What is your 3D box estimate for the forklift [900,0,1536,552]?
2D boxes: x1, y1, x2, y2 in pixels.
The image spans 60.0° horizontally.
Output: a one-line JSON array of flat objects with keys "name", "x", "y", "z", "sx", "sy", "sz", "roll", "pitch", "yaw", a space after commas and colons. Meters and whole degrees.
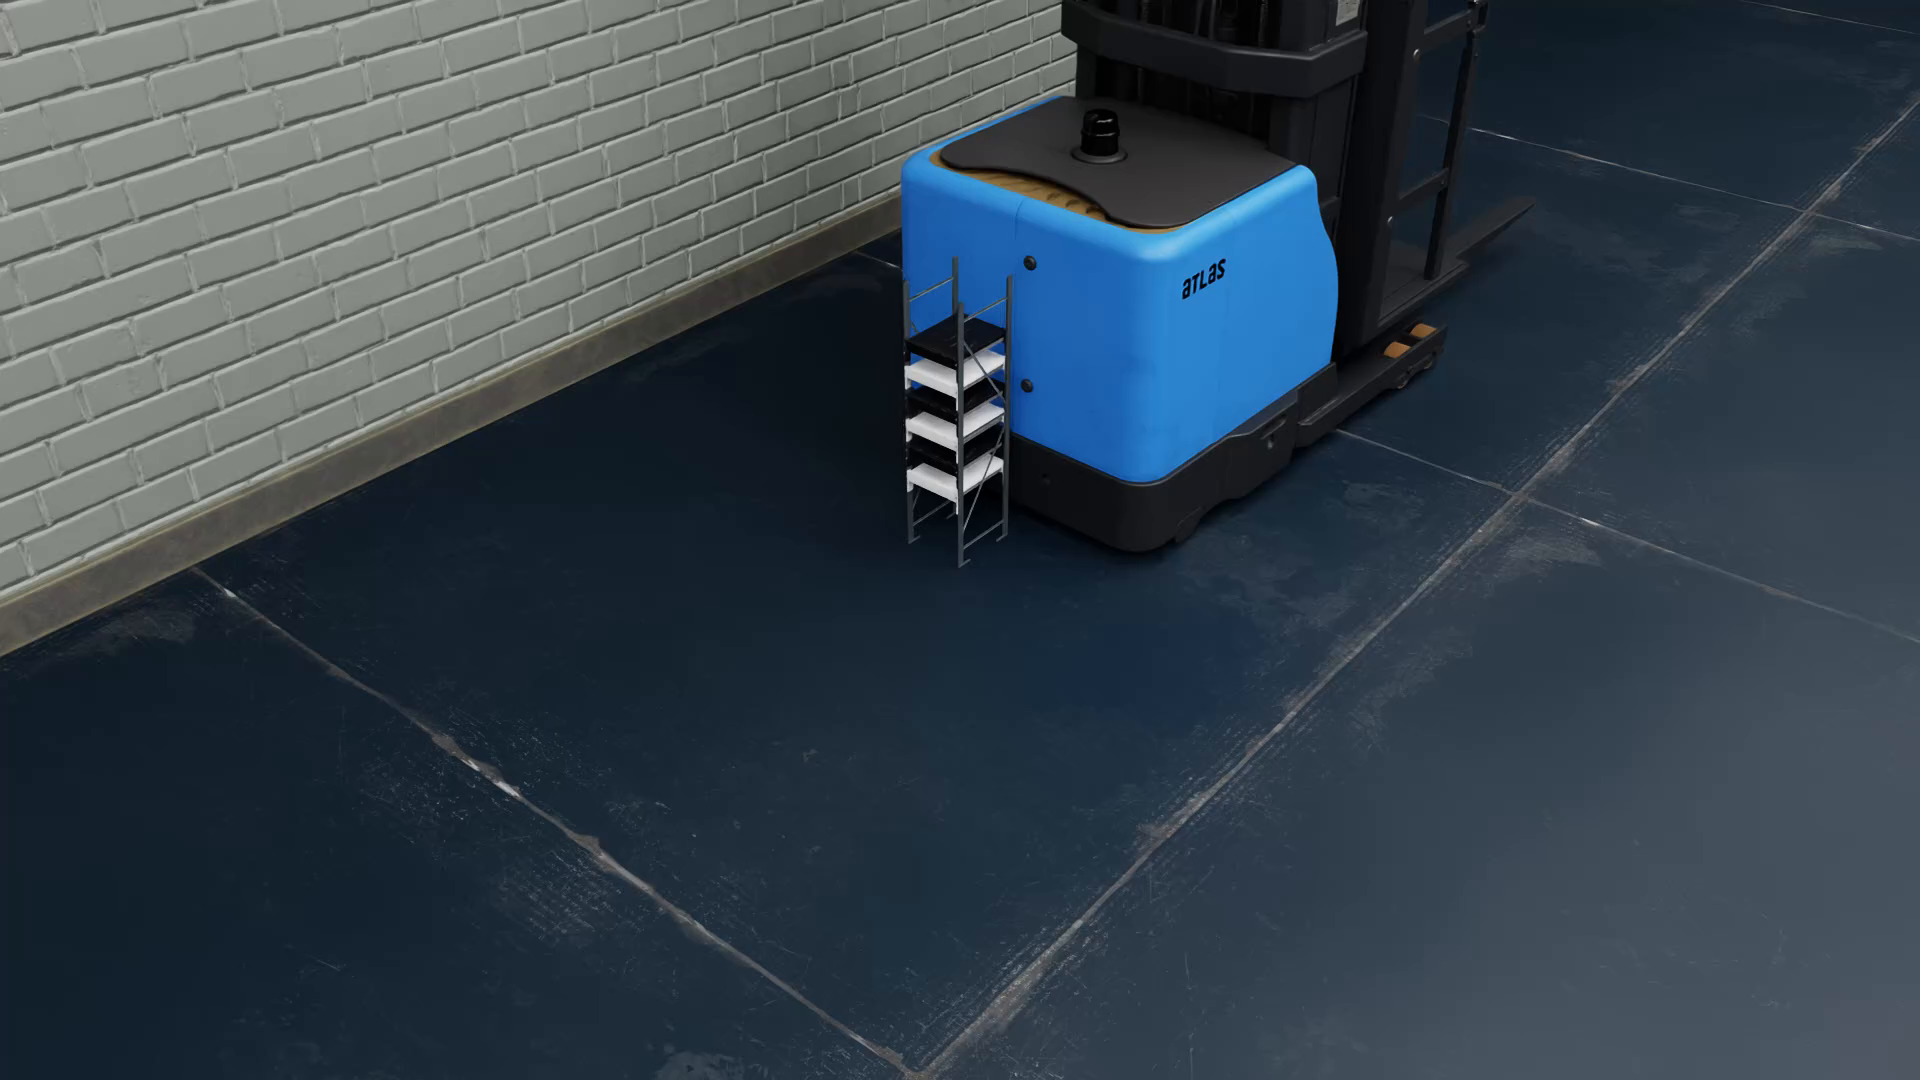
[{"name": "forklift", "x": 1.152, "y": -1.928, "z": 5.468, "sx": 1.130, "sy": 2.935, "sz": 3.031, "roll": 26, "pitch": 42, "yaw": 33}]

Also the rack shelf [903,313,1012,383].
[{"name": "rack shelf", "x": -0.006, "y": -0.569, "z": 4.866, "sx": 0.200, "sy": 0.077, "sz": 0.258, "roll": 25, "pitch": 42, "yaw": 32}]

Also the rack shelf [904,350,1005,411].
[{"name": "rack shelf", "x": -0.006, "y": -0.495, "z": 4.917, "sx": 0.200, "sy": 0.077, "sz": 0.258, "roll": 25, "pitch": 42, "yaw": 32}]

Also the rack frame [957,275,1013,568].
[{"name": "rack frame", "x": 0.072, "y": -0.337, "z": 4.946, "sx": 0.006, "sy": 0.900, "sz": 0.240, "roll": 25, "pitch": 42, "yaw": 32}]

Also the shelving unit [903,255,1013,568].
[{"name": "shelving unit", "x": -0.006, "y": -0.374, "z": 5.000, "sx": 0.210, "sy": 0.900, "sz": 0.258, "roll": 25, "pitch": 42, "yaw": 32}]

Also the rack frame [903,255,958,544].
[{"name": "rack frame", "x": -0.084, "y": -0.411, "z": 5.053, "sx": 0.006, "sy": 0.900, "sz": 0.240, "roll": 25, "pitch": 42, "yaw": 32}]

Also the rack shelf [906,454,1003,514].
[{"name": "rack shelf", "x": -0.006, "y": -0.198, "z": 5.120, "sx": 0.200, "sy": 0.077, "sz": 0.258, "roll": 25, "pitch": 42, "yaw": 32}]

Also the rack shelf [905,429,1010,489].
[{"name": "rack shelf", "x": -0.006, "y": -0.272, "z": 5.069, "sx": 0.200, "sy": 0.077, "sz": 0.258, "roll": 25, "pitch": 42, "yaw": 32}]

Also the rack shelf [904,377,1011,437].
[{"name": "rack shelf", "x": -0.006, "y": -0.421, "z": 4.967, "sx": 0.200, "sy": 0.077, "sz": 0.258, "roll": 25, "pitch": 42, "yaw": 32}]

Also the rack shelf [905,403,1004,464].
[{"name": "rack shelf", "x": -0.006, "y": -0.346, "z": 5.018, "sx": 0.200, "sy": 0.077, "sz": 0.258, "roll": 25, "pitch": 42, "yaw": 32}]
